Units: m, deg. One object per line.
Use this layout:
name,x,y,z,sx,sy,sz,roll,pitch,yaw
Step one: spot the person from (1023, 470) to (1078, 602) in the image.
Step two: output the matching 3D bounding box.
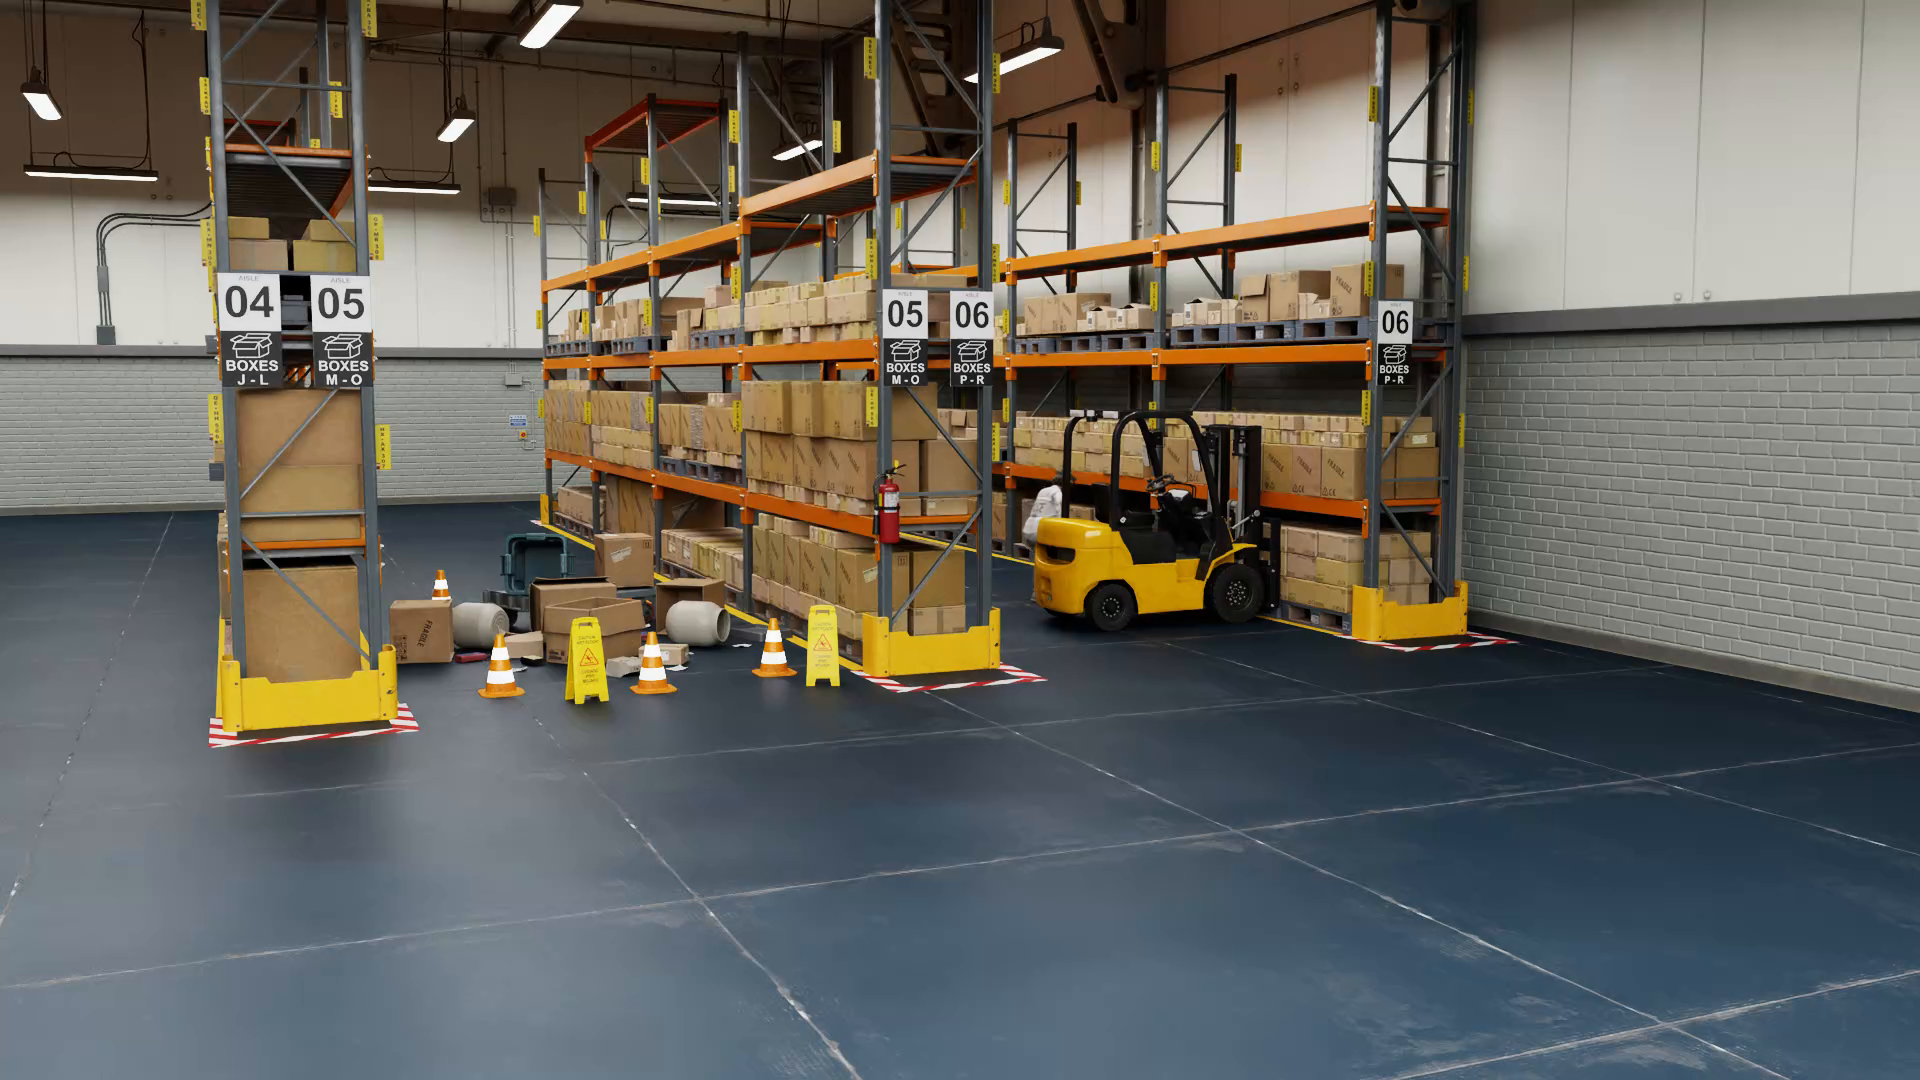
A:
person,1.000,-0.034,18.384,0.634,1.479,0.531,-2,6,-23
